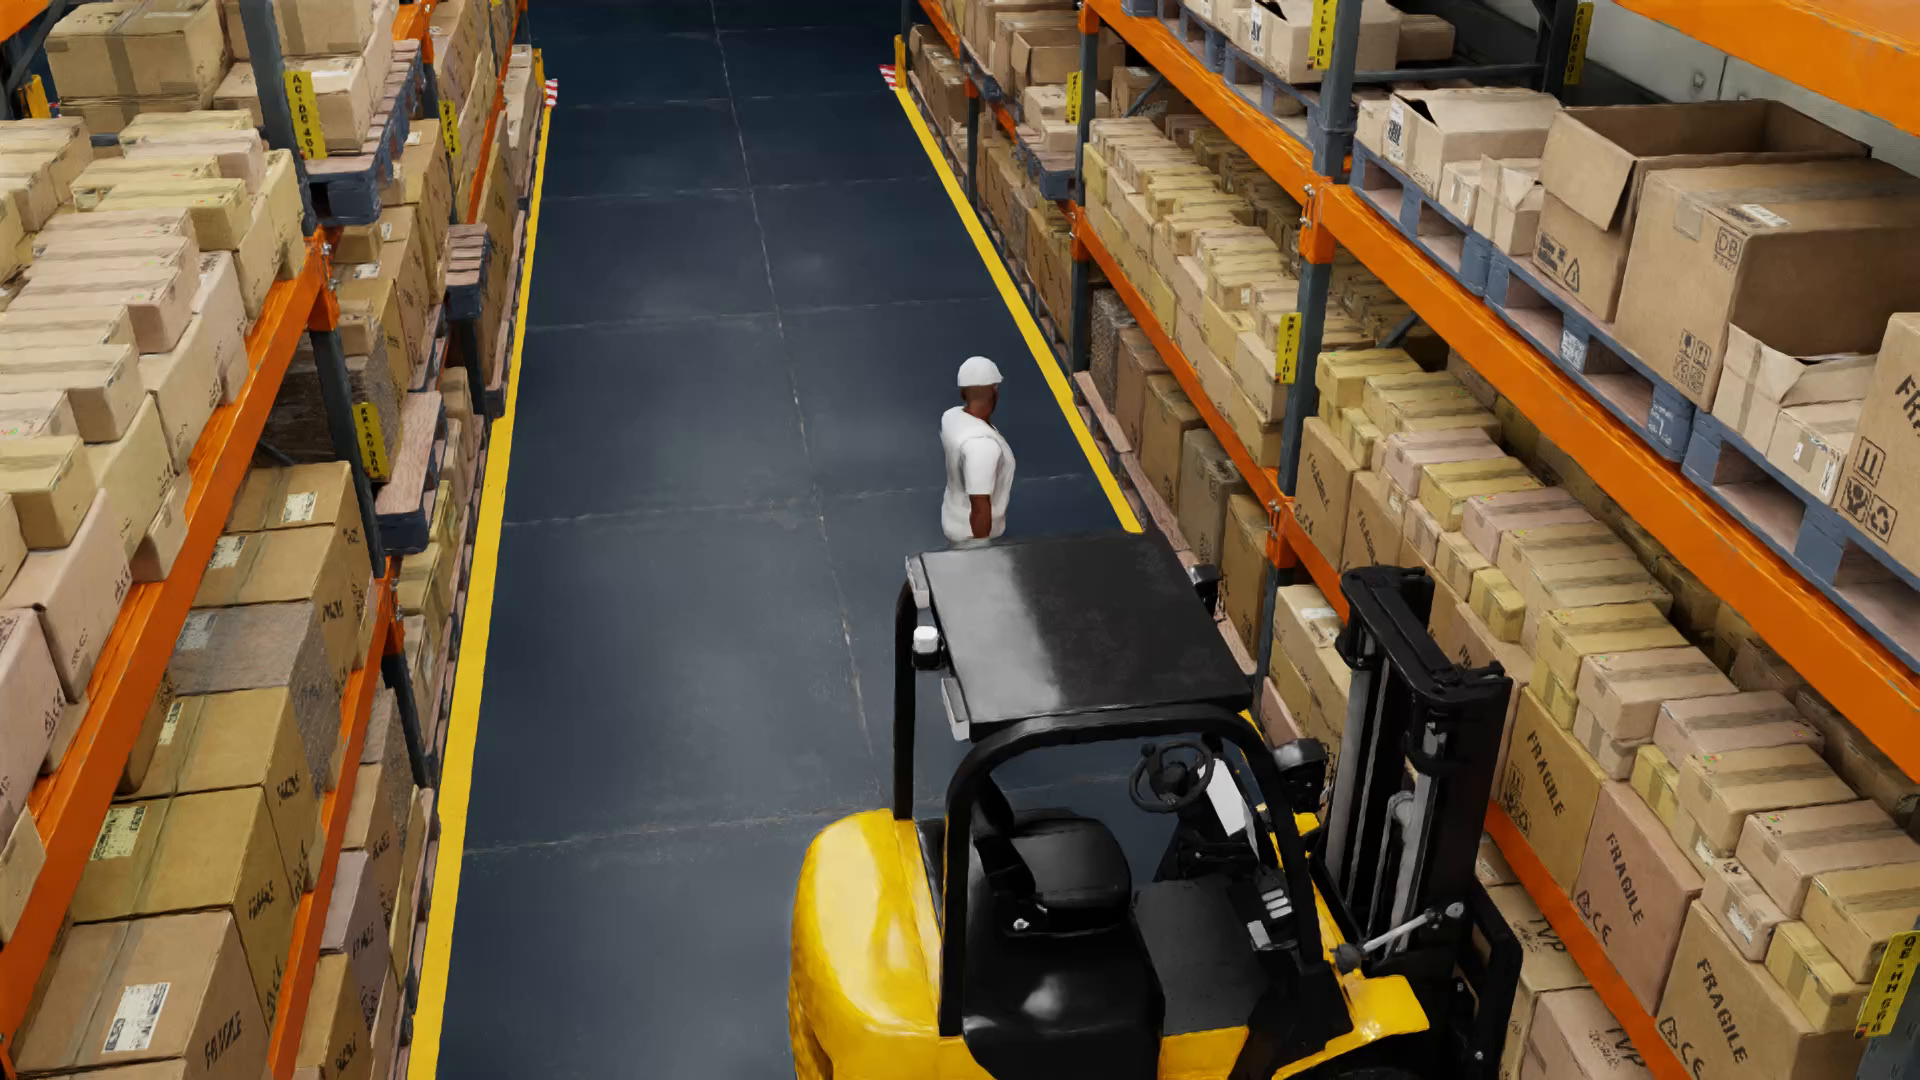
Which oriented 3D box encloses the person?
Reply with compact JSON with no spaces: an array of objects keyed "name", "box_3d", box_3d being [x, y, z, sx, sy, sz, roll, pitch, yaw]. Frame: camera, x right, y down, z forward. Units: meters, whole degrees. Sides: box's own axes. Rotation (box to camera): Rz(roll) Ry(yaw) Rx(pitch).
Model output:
[{"name":"person","box_3d":[0.155,-0.045,8.217,0.563,1.758,0.678,-1,31,-2]}]
